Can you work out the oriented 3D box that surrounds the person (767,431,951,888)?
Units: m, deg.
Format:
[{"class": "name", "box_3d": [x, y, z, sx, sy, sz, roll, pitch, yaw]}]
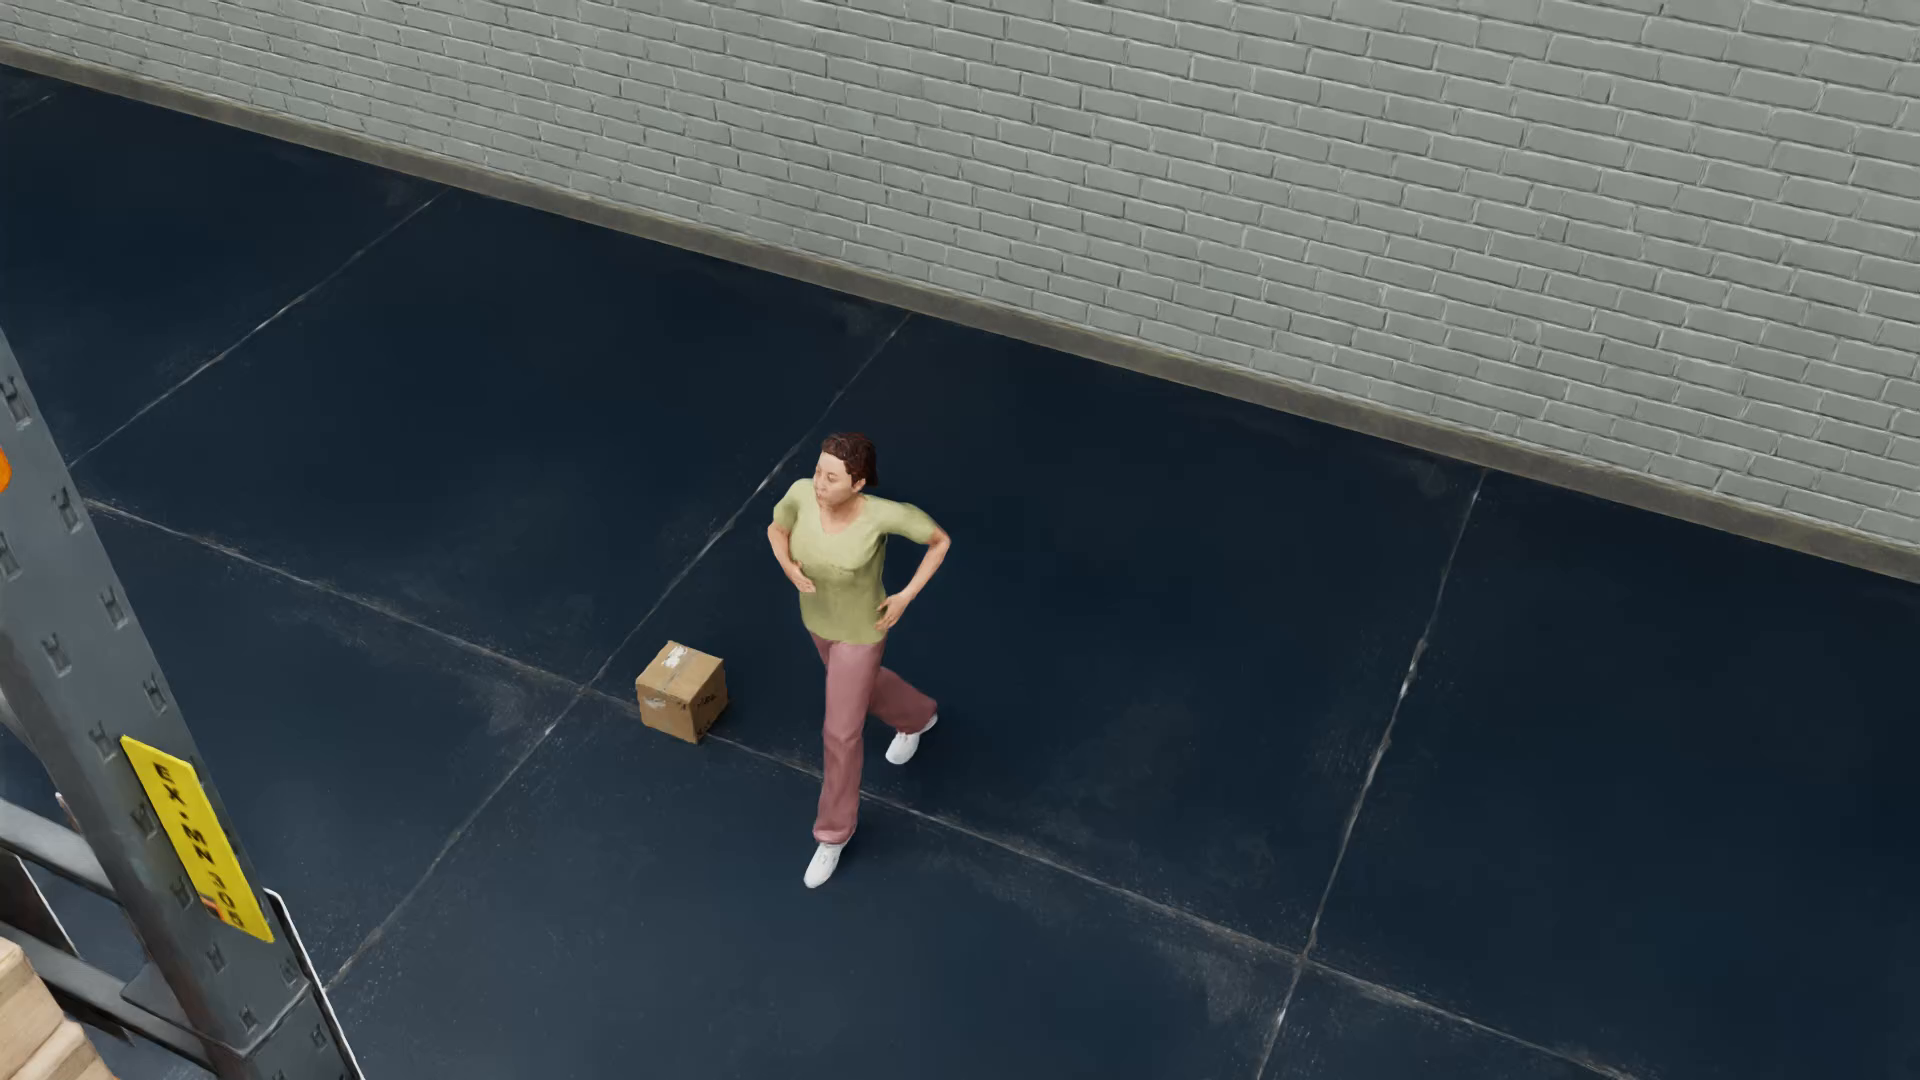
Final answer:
[{"class": "person", "box_3d": [-0.473, 0.331, 5.882, 0.589, 1.592, 0.928, 27, 49, 27]}]
